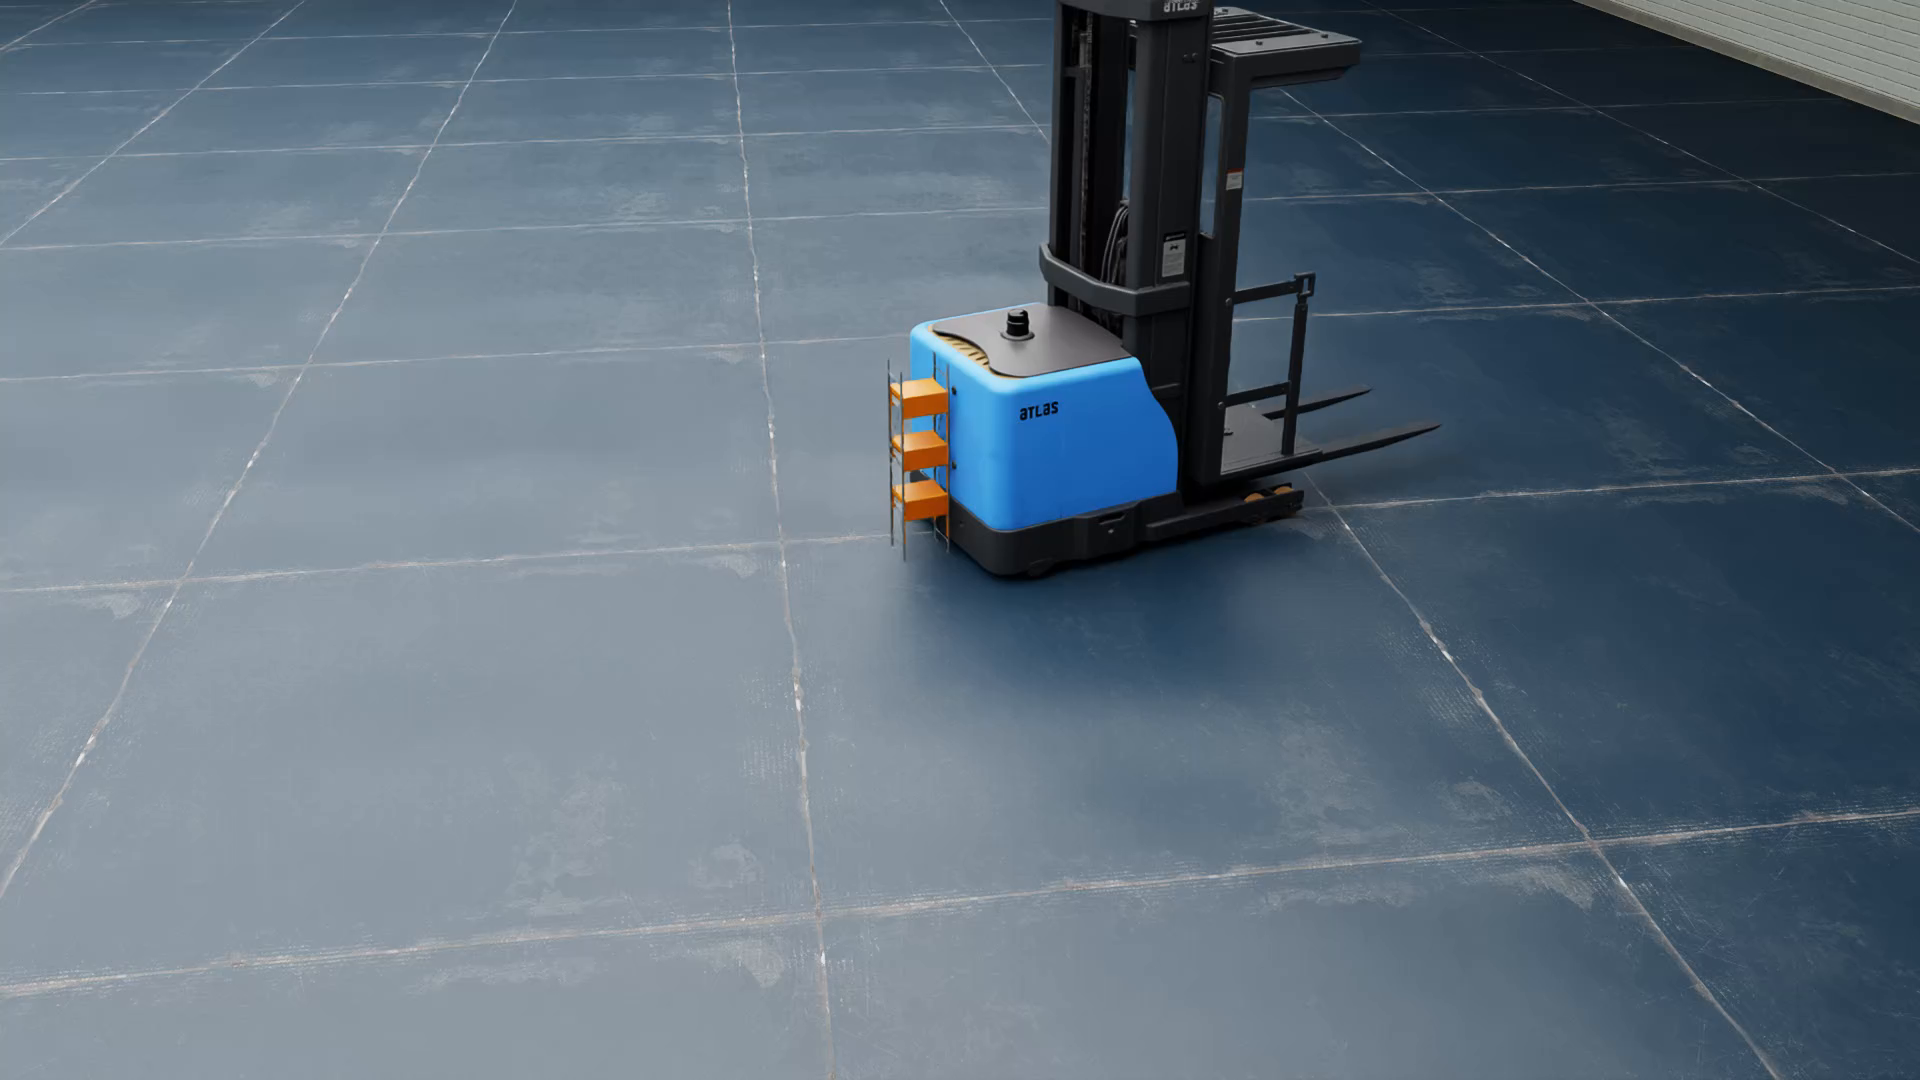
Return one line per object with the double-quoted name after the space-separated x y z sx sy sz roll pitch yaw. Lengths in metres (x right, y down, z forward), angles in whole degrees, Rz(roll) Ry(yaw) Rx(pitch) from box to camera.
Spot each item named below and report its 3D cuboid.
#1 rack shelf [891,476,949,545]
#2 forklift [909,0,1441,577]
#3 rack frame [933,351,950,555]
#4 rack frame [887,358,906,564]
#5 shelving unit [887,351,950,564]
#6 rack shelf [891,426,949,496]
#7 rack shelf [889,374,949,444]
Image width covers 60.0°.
-0.207 -0.153 8.531 0.240 0.259 0.215 -11 29 -20 "rack shelf"
1.276 -1.583 8.624 3.031 2.935 1.130 -14 30 -25 "forklift"
-0.094 -0.431 8.440 0.008 1.050 0.200 -11 29 -20 "rack frame"
-0.320 -0.389 8.358 0.008 1.050 0.200 -11 29 -20 "rack frame"
-0.207 -0.410 8.399 0.252 1.050 0.215 -11 29 -20 "shelving unit"
-0.207 -0.400 8.404 0.240 0.259 0.215 -11 29 -20 "rack shelf"
-0.207 -0.653 8.274 0.240 0.259 0.215 -11 29 -20 "rack shelf"
